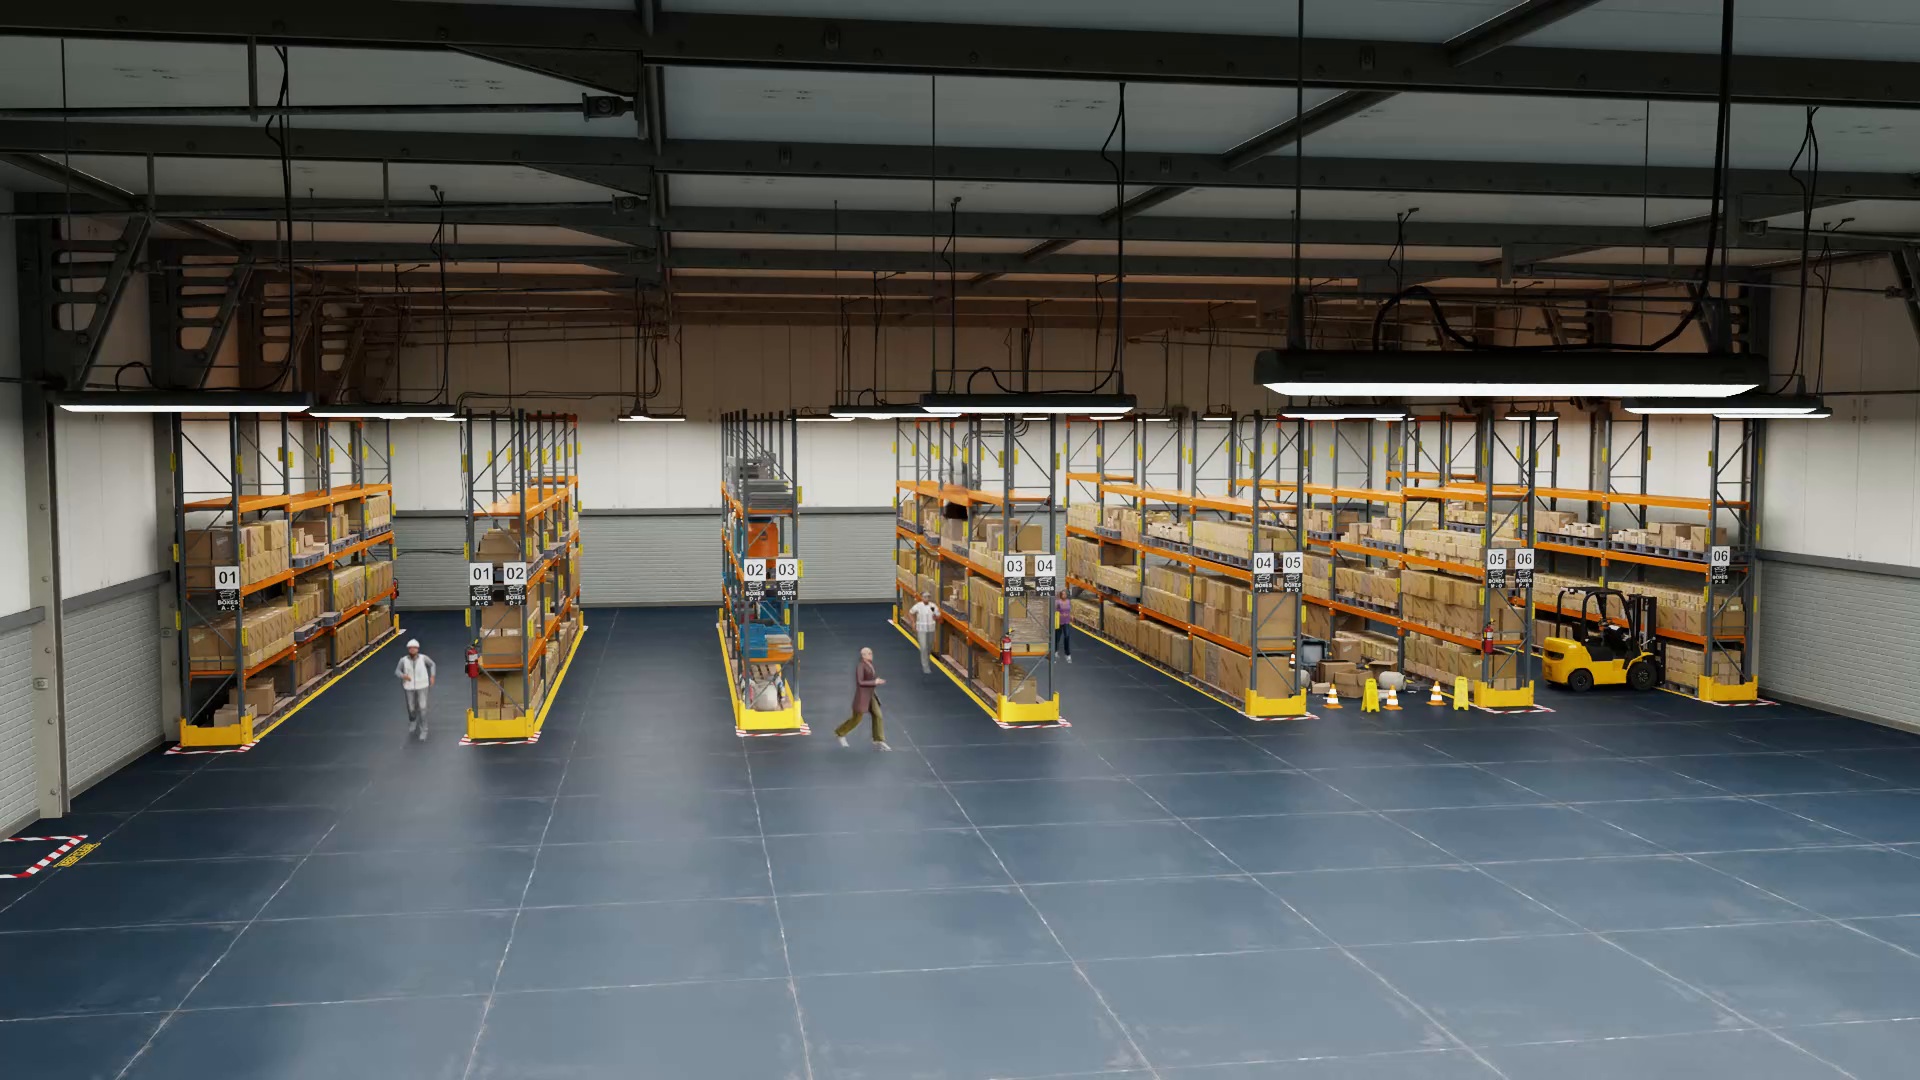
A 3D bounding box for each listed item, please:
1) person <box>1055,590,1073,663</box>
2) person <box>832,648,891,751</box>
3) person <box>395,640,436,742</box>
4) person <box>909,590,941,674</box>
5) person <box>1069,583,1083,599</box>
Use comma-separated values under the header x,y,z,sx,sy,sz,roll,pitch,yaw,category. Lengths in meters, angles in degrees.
x,y,z,sx,sy,sz,roll,pitch,yaw,category
2.365,1.972,38.265,0.558,1.651,0.692,-1,4,-20,person
-1.718,2.792,29.239,1.042,1.816,0.726,2,4,21,person
-9.936,2.709,30.328,0.708,1.801,0.914,-1,4,-14,person
-0.734,2.005,36.390,0.662,1.828,0.923,-1,4,-17,person
3.468,1.457,49.567,0.571,1.610,0.618,-1,4,-19,person
